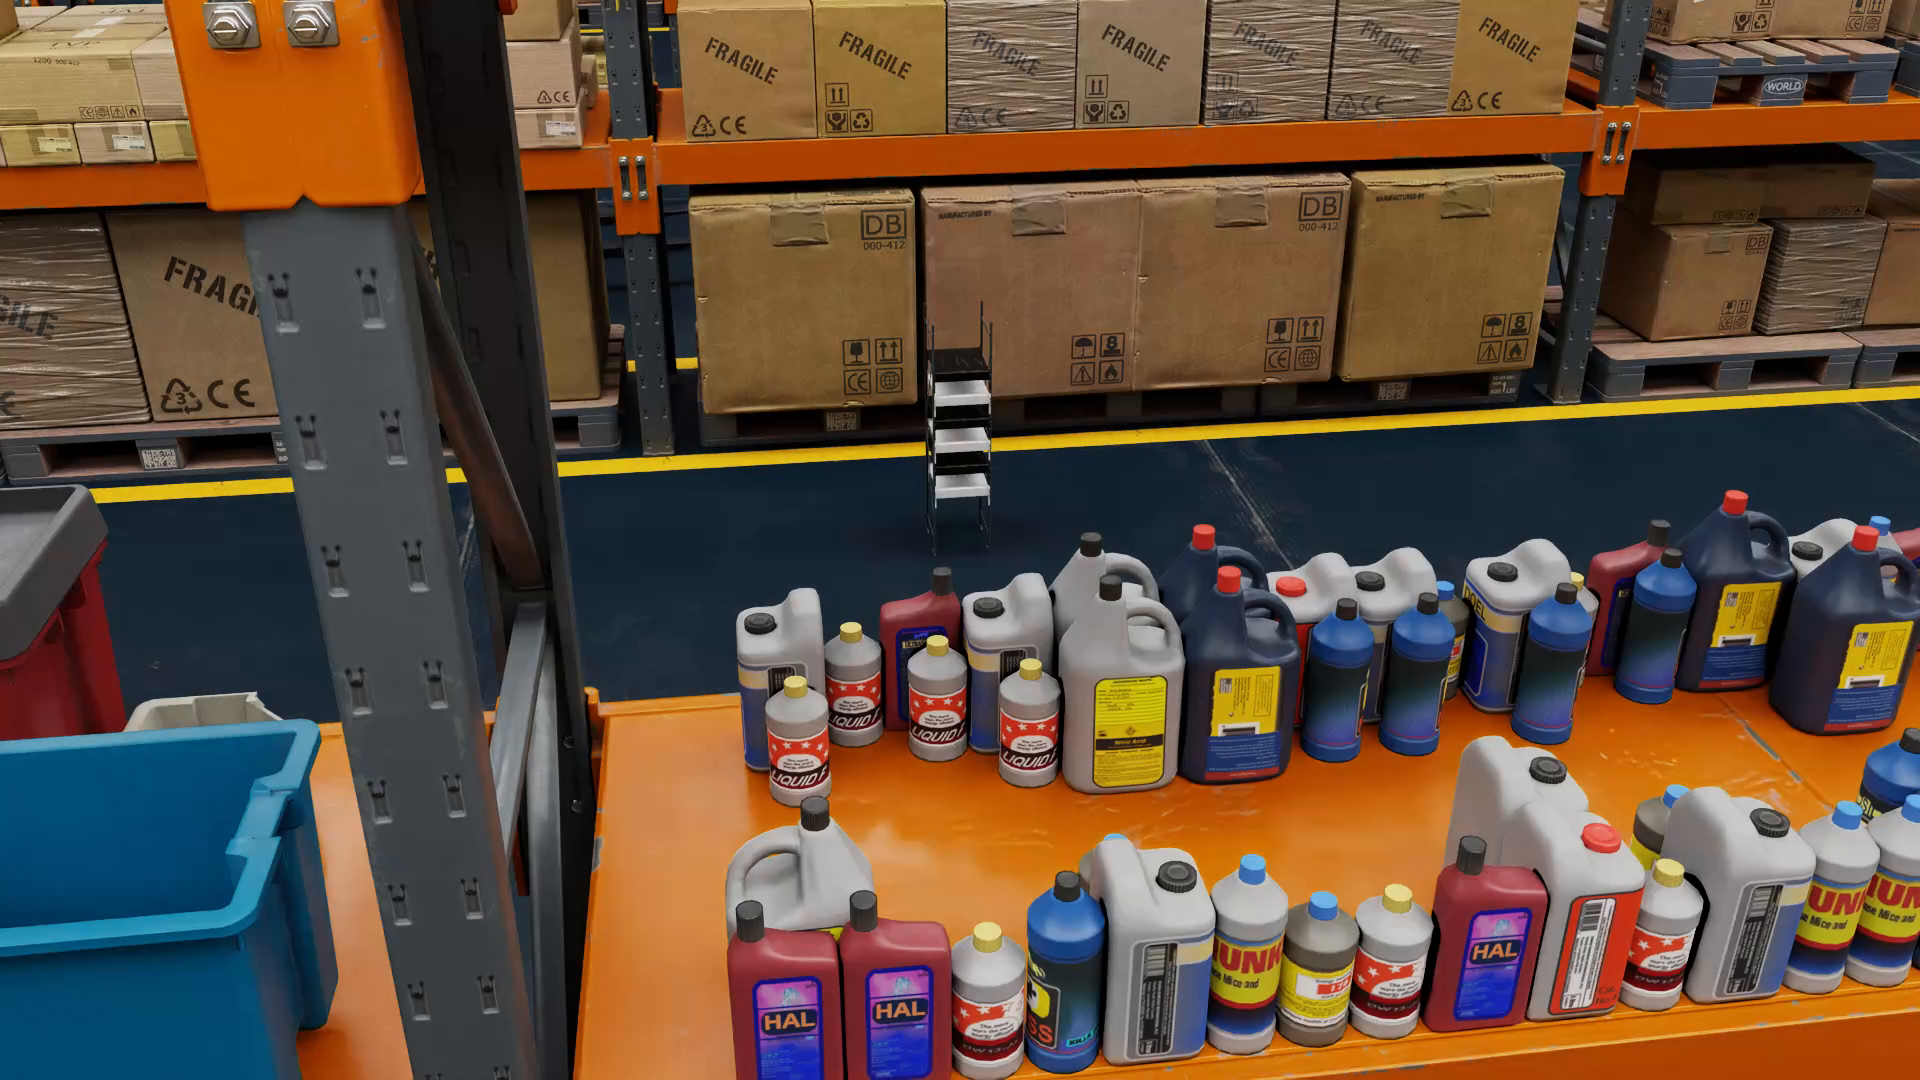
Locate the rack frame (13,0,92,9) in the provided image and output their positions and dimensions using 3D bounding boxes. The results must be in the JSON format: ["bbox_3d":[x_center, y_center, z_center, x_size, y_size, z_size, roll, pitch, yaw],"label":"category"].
[{"bbox_3d":[-5.875,-3.900,10.565,0.127,3.000,1.000,-4,27,-7],"label":"rack frame"}]

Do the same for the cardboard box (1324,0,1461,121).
[{"bbox_3d":[1.690,-2.032,6.815,0.500,0.500,0.500,-4,27,-8],"label":"cardboard box"}]

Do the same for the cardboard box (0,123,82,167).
[{"bbox_3d":[-3.363,-1.511,6.185,0.250,0.149,0.380,-4,27,-8],"label":"cardboard box"}]

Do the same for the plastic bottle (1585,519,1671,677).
[{"bbox_3d":[1.159,0.100,2.897,0.133,0.283,0.061,-4,27,-7],"label":"plastic bottle"}]

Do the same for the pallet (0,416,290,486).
[{"bbox_3d":[-3.297,-0.573,7.135,1.213,0.211,1.003,-4,27,-7],"label":"pallet"}]

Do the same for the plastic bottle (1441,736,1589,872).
[{"bbox_3d":[0.774,0.404,2.313,0.135,0.276,0.152,-4,27,-7],"label":"plastic bottle"}]

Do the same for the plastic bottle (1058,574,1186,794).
[{"bbox_3d":[0.252,0.214,2.601,0.185,0.351,0.144,-4,27,-7],"label":"plastic bottle"}]

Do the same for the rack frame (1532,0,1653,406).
[{"bbox_3d":[2.638,-2.160,7.174,0.127,3.000,1.000,-4,27,-7],"label":"rack frame"}]

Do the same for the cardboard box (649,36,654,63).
[{"bbox_3d":[-2.284,-3.409,11.620,0.250,0.149,0.380,-3,27,-5],"label":"cardboard box"}]

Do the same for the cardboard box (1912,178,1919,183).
[{"bbox_3d":[4.959,-1.411,7.971,0.500,0.500,0.700,-6,28,-12],"label":"cardboard box"}]

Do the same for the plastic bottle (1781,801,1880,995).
[{"bbox_3d":[1.144,0.465,2.199,0.097,0.271,0.097,0,27,0],"label":"plastic bottle"}]

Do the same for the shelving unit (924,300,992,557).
[{"bbox_3d":[-0.008,-0.400,6.044,0.210,0.900,0.258,-4,27,-7],"label":"shelving unit"}]

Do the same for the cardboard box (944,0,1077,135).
[{"bbox_3d":[0.161,-1.930,6.617,0.500,0.500,0.500,-4,27,-8],"label":"cardboard box"}]

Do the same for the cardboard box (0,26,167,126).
[{"bbox_3d":[-3.243,-1.727,6.169,0.500,0.250,0.500,-4,27,-8],"label":"cardboard box"}]

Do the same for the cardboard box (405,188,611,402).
[{"bbox_3d":[-1.987,-1.141,7.056,0.875,0.875,0.875,-4,27,-7],"label":"cardboard box"}]

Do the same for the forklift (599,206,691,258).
[{"bbox_3d":[-2.882,-2.672,8.246,3.031,2.935,1.130,-7,28,-13],"label":"forklift"}]

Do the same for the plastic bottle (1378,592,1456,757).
[{"bbox_3d":[0.743,0.211,2.695,0.097,0.271,0.097,0,27,0],"label":"plastic bottle"}]

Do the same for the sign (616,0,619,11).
[{"bbox_3d":[-1.244,-2.075,5.974,0.005,0.325,0.100,-4,27,-7],"label":"sign"}]

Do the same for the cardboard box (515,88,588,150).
[{"bbox_3d":[-1.579,-1.626,6.409,0.250,0.149,0.380,-4,27,-7],"label":"cardboard box"}]

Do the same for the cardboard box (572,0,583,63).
[{"bbox_3d":[-1.824,-2.060,6.817,0.500,0.250,0.500,-4,27,-8],"label":"cardboard box"}]

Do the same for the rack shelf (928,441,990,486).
[{"bbox_3d":[-0.008,-0.290,6.100,0.200,0.077,0.258,-4,27,-7],"label":"rack shelf"}]

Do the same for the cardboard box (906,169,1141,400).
[{"bbox_3d":[0.193,-1.254,7.276,0.875,0.875,1.225,-5,28,-9],"label":"cardboard box"}]

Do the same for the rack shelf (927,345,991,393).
[{"bbox_3d":[-0.008,-0.610,5.936,0.200,0.077,0.258,-4,27,-7],"label":"rack shelf"}]

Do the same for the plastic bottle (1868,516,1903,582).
[{"bbox_3d":[1.592,0.086,2.938,0.097,0.271,0.097,0,27,0],"label":"plastic bottle"}]

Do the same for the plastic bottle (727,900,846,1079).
[{"bbox_3d":[-0.210,0.555,2.011,0.133,0.283,0.061,-4,27,-7],"label":"plastic bottle"}]

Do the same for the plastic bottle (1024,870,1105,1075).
[{"bbox_3d":[0.130,0.530,2.073,0.097,0.271,0.097,0,27,0],"label":"plastic bottle"}]

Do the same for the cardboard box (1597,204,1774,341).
[{"bbox_3d":[3.299,-1.295,7.745,0.500,0.500,0.700,-5,28,-10],"label":"cardboard box"}]

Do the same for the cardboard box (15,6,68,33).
[{"bbox_3d":[-3.834,-1.932,6.568,0.500,0.250,0.500,-5,28,-9],"label":"cardboard box"}]

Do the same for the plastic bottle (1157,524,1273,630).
[{"bbox_3d":[0.415,0.137,2.751,0.185,0.351,0.144,-4,27,-7],"label":"plastic bottle"}]

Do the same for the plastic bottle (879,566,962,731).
[{"bbox_3d":[-0.065,0.179,2.744,0.133,0.283,0.061,-4,27,-7],"label":"plastic bottle"}]

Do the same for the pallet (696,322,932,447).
[{"bbox_3d":[-0.569,-0.748,7.477,1.213,0.211,1.003,-4,27,-7],"label":"pallet"}]

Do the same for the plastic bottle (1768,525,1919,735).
[{"bbox_3d":[1.477,0.139,2.747,0.185,0.351,0.144,-4,27,-7],"label":"plastic bottle"}]

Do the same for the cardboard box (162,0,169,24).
[{"bbox_3d":[-2.836,-2.327,6.517,0.500,0.500,0.500,-5,28,-9],"label":"cardboard box"}]

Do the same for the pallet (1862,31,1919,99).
[{"bbox_3d":[4.593,-2.219,7.499,1.213,0.211,1.003,-4,27,-7],"label":"pallet"}]

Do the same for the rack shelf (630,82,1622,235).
[{"bbox_3d":[0.658,-1.713,7.091,4.000,0.370,1.077,-4,27,-7],"label":"rack shelf"}]

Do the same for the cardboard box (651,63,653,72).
[{"bbox_3d":[-2.317,-3.327,11.785,0.250,0.149,0.380,-2,27,-5],"label":"cardboard box"}]

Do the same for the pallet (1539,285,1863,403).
[{"bbox_3d":[3.412,-0.969,7.906,1.213,0.211,1.003,-4,27,-7],"label":"pallet"}]

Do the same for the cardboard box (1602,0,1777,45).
[{"bbox_3d":[3.167,-2.444,7.158,0.500,0.500,0.500,-7,28,-13],"label":"cardboard box"}]

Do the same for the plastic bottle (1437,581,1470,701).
[{"bbox_3d":[0.818,0.167,2.857,0.097,0.201,0.097,0,27,0],"label":"plastic bottle"}]

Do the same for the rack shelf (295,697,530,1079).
[{"bbox_3d":[-2.613,0.781,2.231,4.000,0.370,1.077,-4,27,-7],"label":"rack shelf"}]

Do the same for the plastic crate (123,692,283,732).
[{"bbox_3d":[-1.113,0.389,2.429,0.243,0.136,0.396,-4,27,-7],"label":"plastic crate"}]

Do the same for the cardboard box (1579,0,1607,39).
[{"bbox_3d":[4.450,-3.709,12.198,0.750,0.750,1.050,-4,27,-7],"label":"cardboard box"}]

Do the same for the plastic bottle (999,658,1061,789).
[{"bbox_3d":[0.110,0.282,2.631,0.097,0.201,0.097,0,27,0],"label":"plastic bottle"}]

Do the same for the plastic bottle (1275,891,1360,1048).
[{"bbox_3d":[0.456,0.540,2.129,0.097,0.201,0.097,0,27,0],"label":"plastic bottle"}]

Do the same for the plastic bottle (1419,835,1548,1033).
[{"bbox_3d":[0.669,0.498,2.121,0.133,0.283,0.061,-4,27,-7],"label":"plastic bottle"}]
